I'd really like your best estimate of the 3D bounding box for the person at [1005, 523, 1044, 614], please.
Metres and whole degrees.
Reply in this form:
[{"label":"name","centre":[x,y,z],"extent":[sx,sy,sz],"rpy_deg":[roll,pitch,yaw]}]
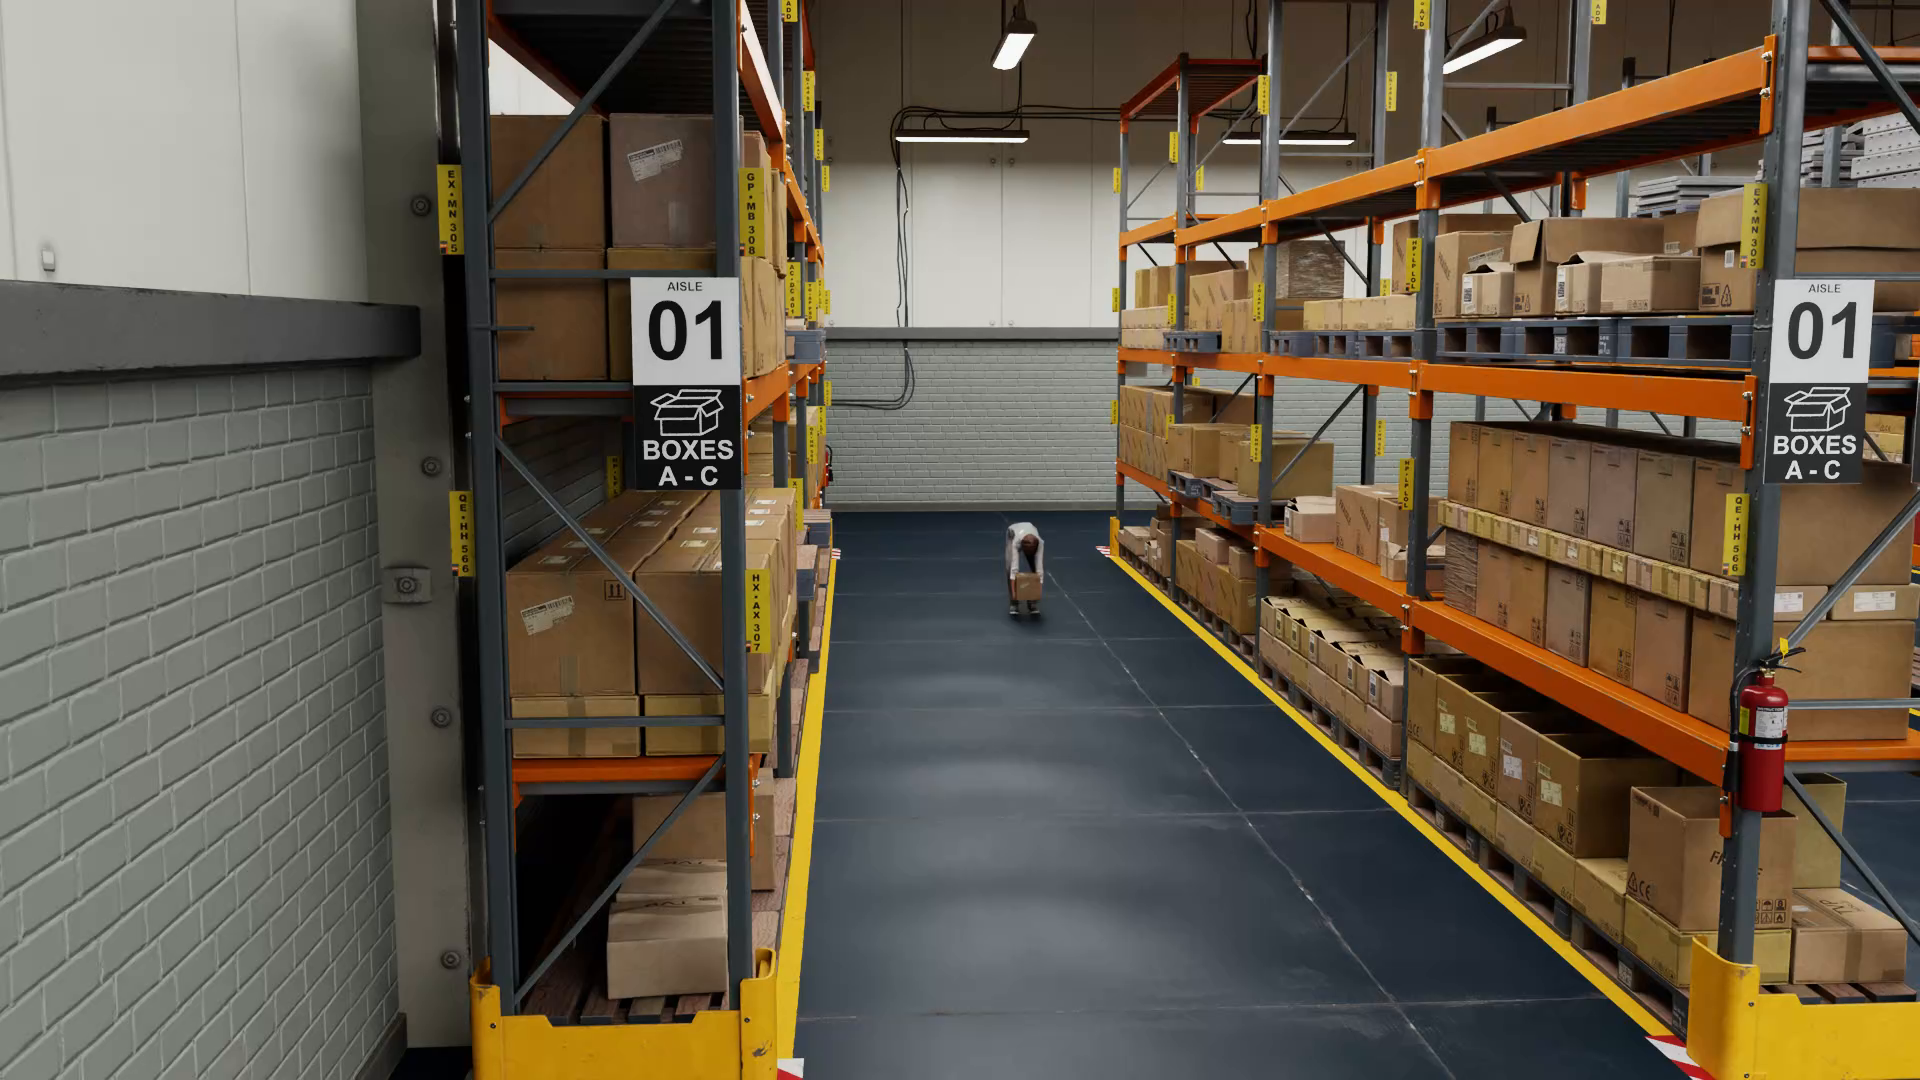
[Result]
[{"label":"person","centre":[0.699,0.343,17.710],"extent":[0.398,0.939,0.871],"rpy_deg":[-1,7,-6]}]
